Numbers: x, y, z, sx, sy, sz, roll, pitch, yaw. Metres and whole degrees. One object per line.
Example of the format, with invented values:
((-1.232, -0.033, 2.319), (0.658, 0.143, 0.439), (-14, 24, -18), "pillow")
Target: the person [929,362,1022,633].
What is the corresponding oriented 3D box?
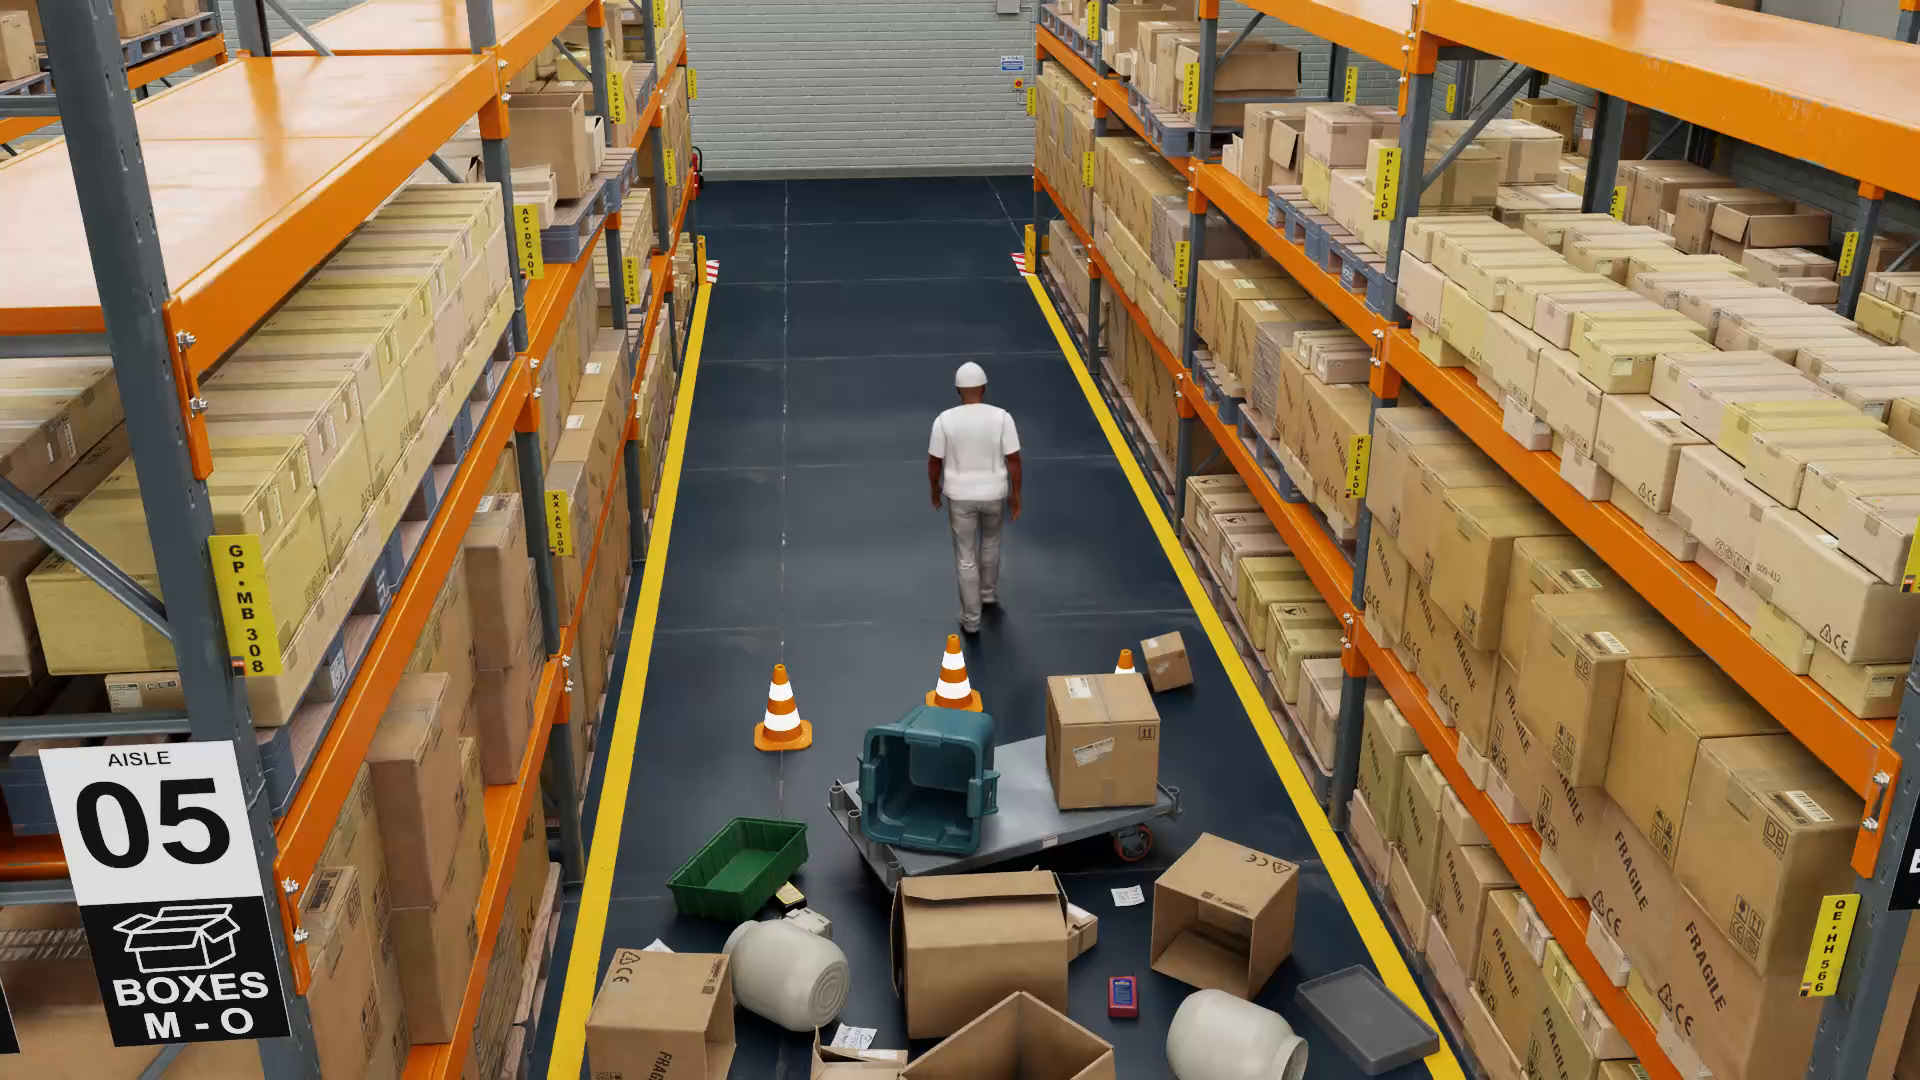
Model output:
((0.100, -0.262, 10.943), (0.598, 1.825, 0.703), (-3, 24, -6), "person")
